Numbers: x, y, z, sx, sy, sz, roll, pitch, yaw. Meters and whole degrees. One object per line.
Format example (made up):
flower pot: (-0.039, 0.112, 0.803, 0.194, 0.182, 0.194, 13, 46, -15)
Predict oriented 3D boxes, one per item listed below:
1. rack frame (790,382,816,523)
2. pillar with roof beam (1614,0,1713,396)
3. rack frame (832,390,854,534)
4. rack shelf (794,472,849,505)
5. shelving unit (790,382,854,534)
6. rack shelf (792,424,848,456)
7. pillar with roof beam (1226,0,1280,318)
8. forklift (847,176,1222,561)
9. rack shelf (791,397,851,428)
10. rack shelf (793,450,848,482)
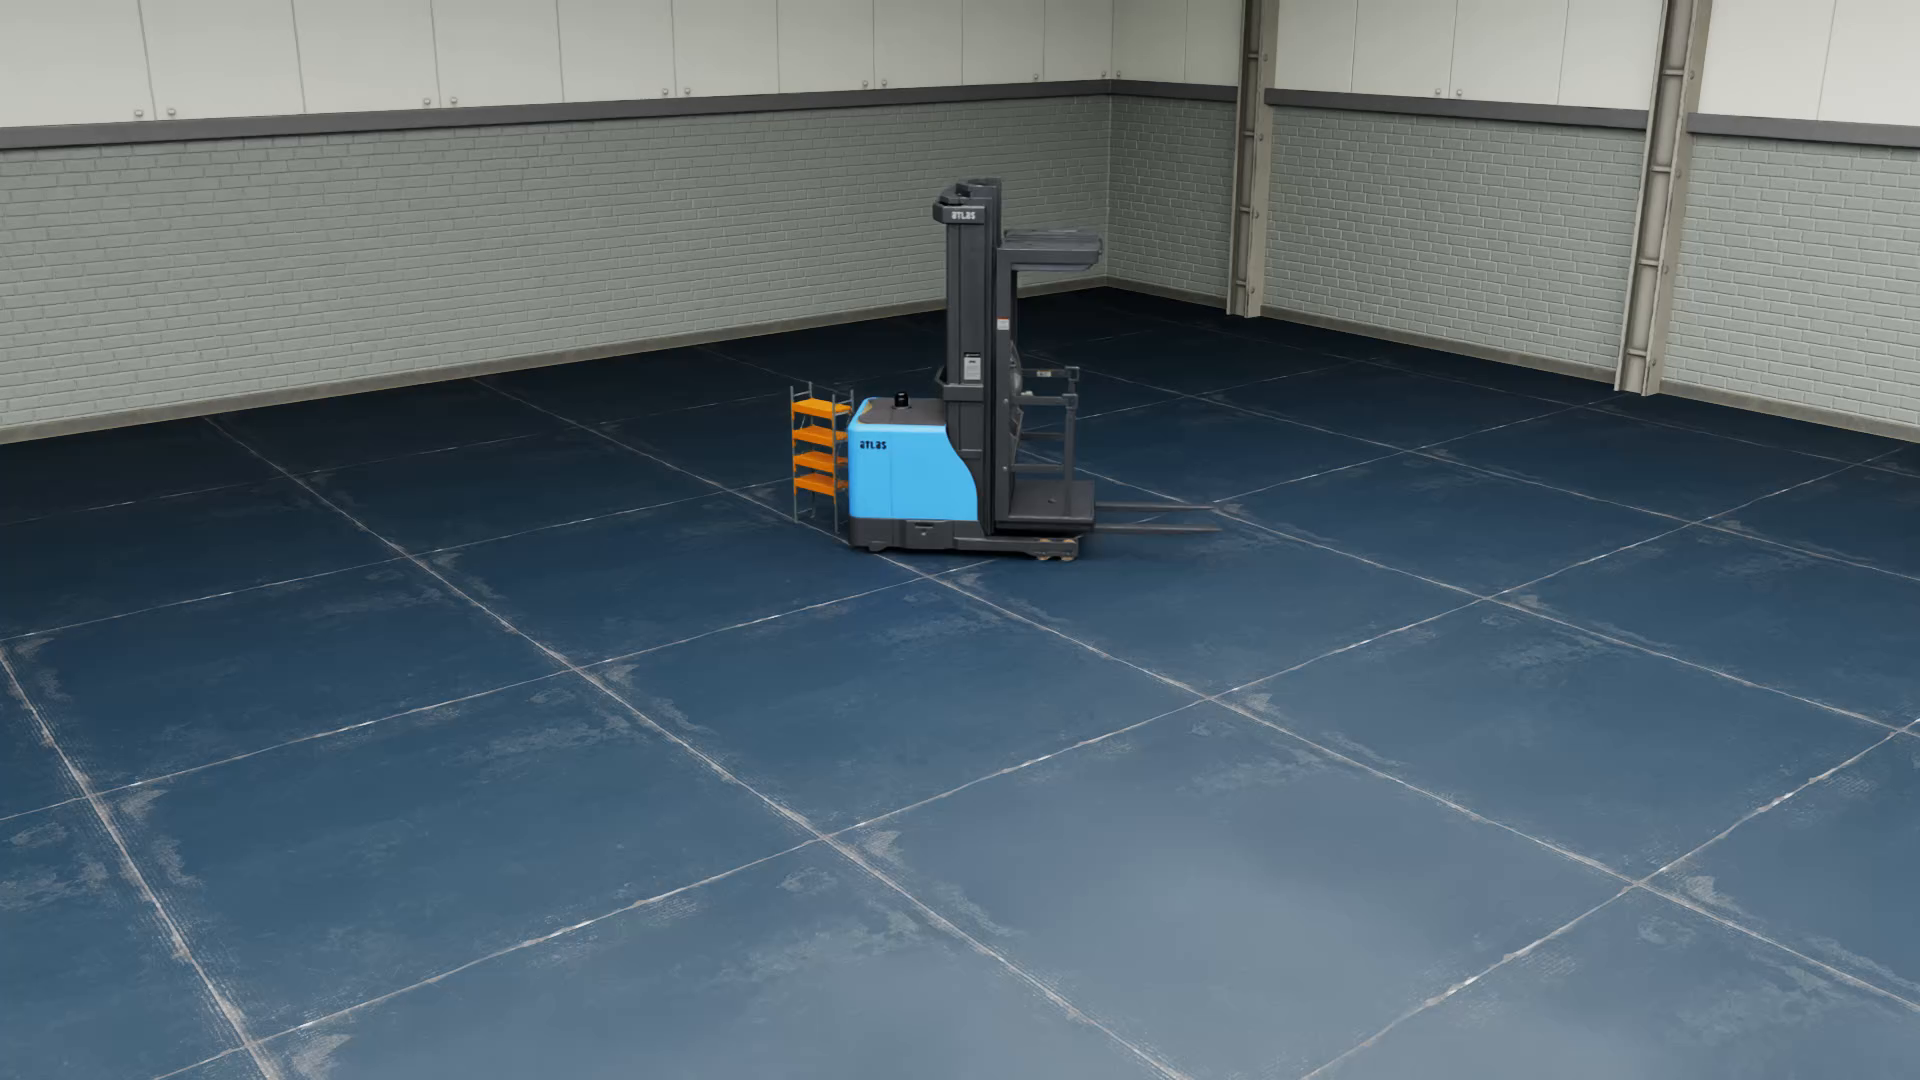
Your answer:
rack frame: (-1.340, -0.745, 14.203, 0.015, 1.200, 0.240, 15, 23, 38)
pillar with roof beam: (4.356, -5.132, 15.045, 9.100, 9.000, 0.400, -14, 23, -36)
rack frame: (-0.967, -0.646, 13.905, 0.015, 1.200, 0.240, 15, 23, 38)
rack shelf: (-1.153, -0.443, 14.137, 0.480, 0.148, 0.258, 15, 23, 38)
shelving unit: (-1.153, -0.695, 14.054, 0.503, 1.200, 0.258, 15, 23, 38)
rack shelf: (-1.153, -0.844, 14.005, 0.480, 0.148, 0.258, 15, 23, 38)
pillar with roof beam: (0.630, -6.610, 19.510, 9.100, 9.000, 0.400, -14, 23, -36)
forklift: (0.632, -1.401, 13.431, 3.031, 2.935, 1.130, 1, 18, 4)
rack shelf: (-1.153, -1.068, 13.930, 0.480, 0.148, 0.258, 15, 23, 38)
rack shelf: (-1.153, -0.632, 14.075, 0.480, 0.148, 0.258, 15, 23, 38)
